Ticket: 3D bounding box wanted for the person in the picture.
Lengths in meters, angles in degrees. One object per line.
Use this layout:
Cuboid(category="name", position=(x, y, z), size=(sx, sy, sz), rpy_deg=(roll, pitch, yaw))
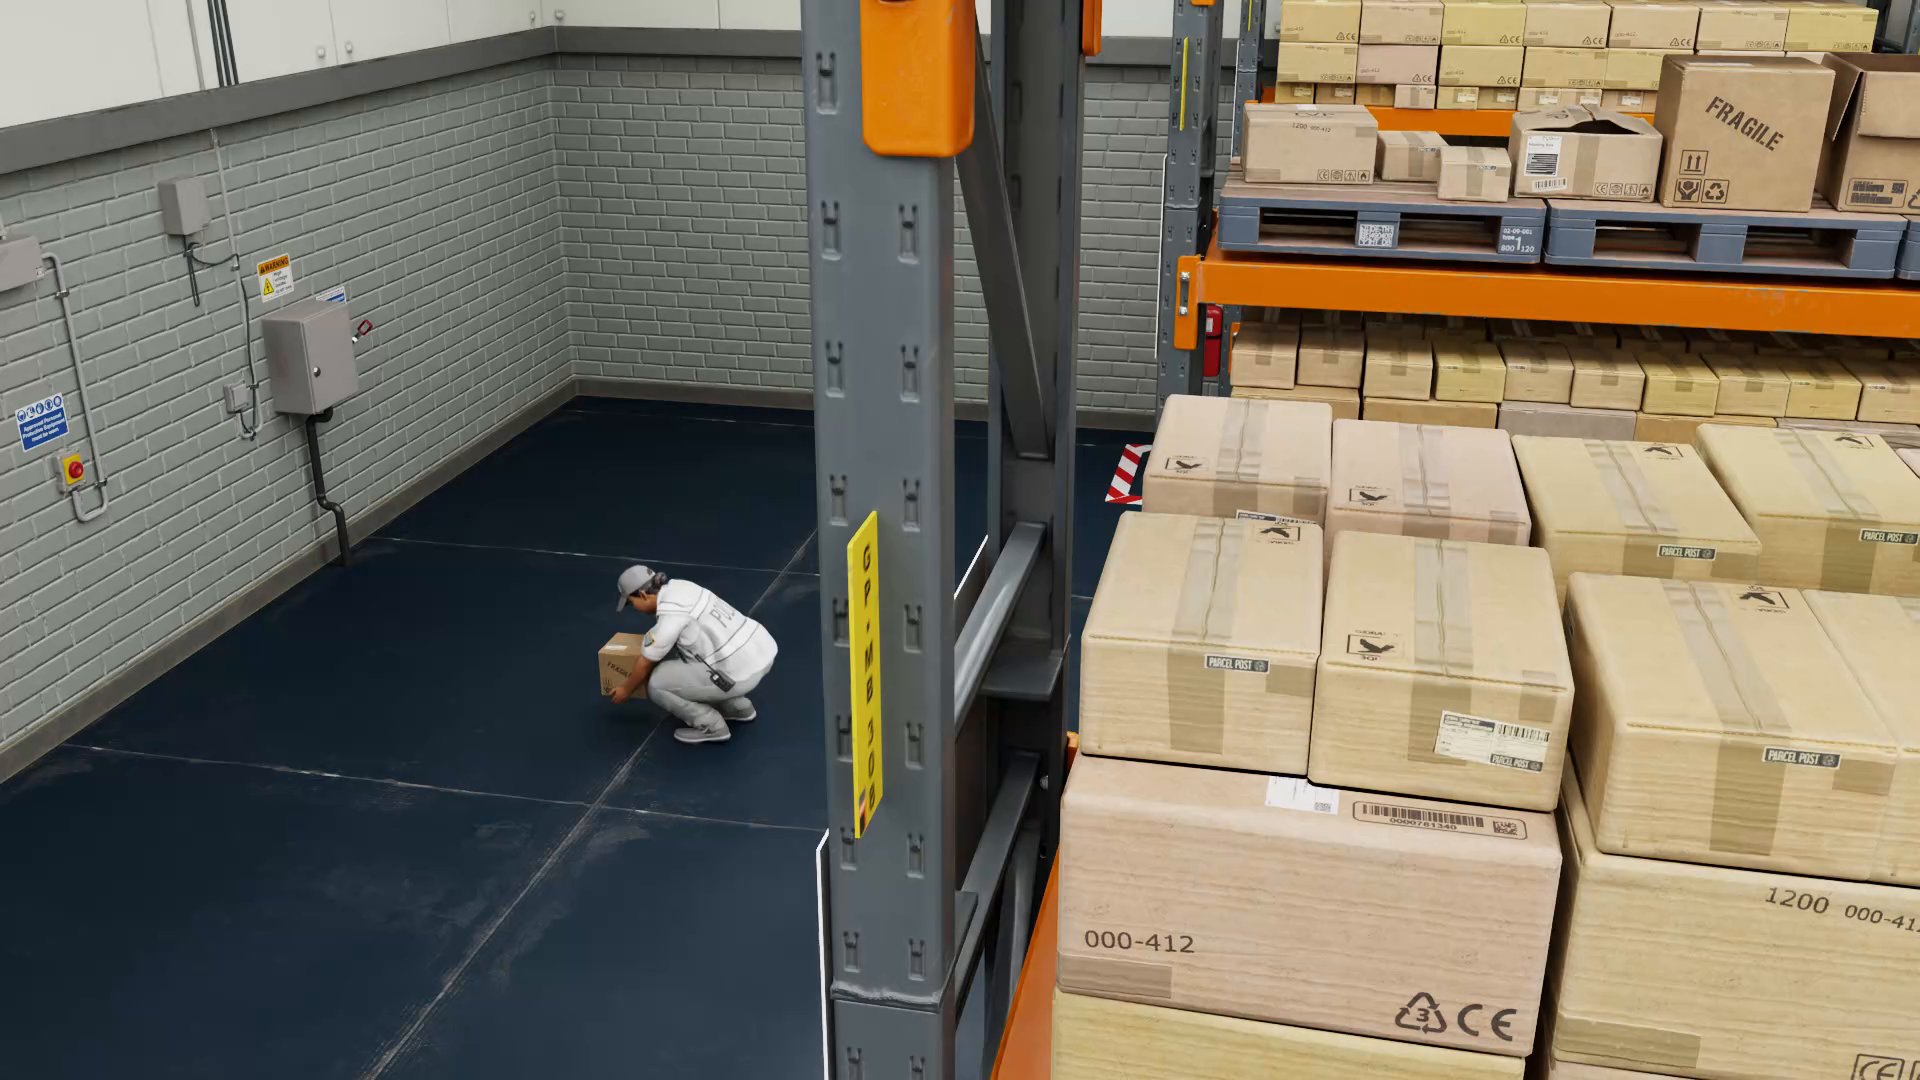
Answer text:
Cuboid(category="person", position=(-1.393, 0.568, 8.665), size=(0.854, 0.934, 0.516), rpy_deg=(4, 22, 11))
